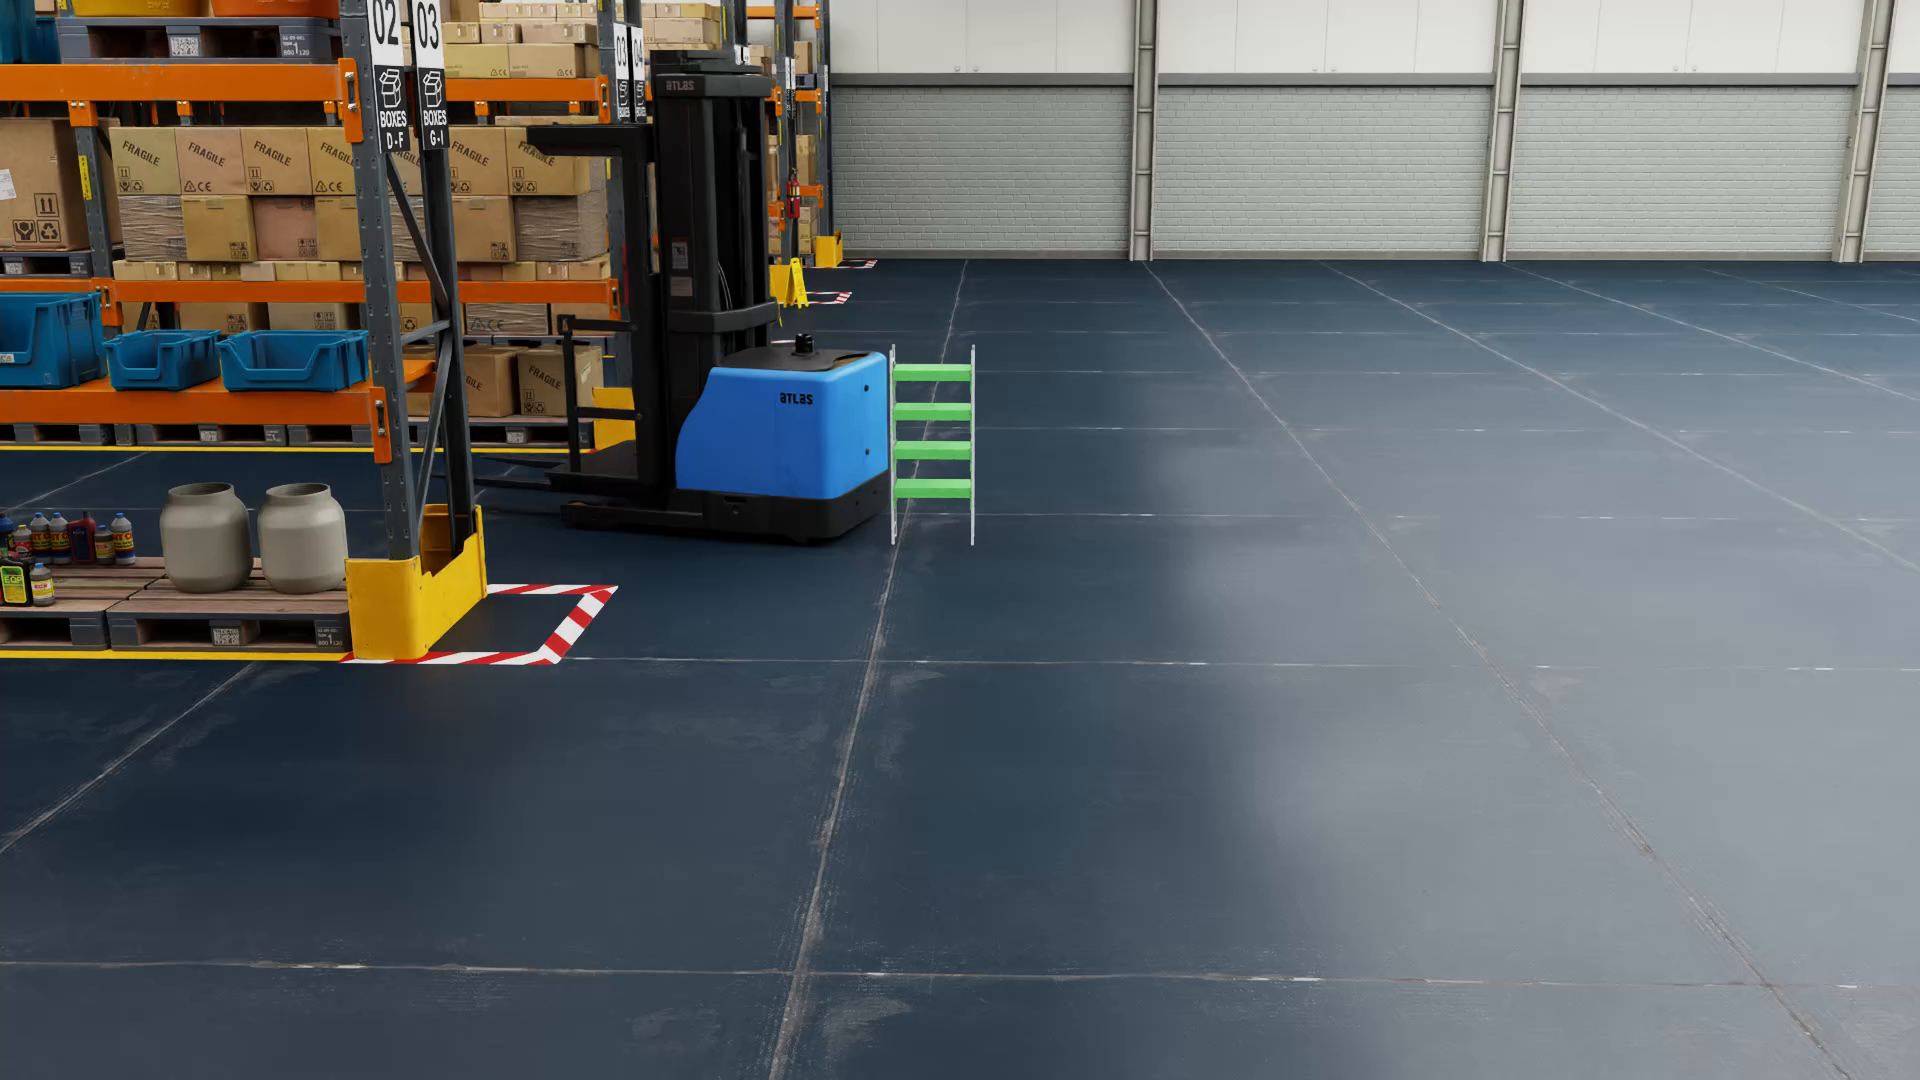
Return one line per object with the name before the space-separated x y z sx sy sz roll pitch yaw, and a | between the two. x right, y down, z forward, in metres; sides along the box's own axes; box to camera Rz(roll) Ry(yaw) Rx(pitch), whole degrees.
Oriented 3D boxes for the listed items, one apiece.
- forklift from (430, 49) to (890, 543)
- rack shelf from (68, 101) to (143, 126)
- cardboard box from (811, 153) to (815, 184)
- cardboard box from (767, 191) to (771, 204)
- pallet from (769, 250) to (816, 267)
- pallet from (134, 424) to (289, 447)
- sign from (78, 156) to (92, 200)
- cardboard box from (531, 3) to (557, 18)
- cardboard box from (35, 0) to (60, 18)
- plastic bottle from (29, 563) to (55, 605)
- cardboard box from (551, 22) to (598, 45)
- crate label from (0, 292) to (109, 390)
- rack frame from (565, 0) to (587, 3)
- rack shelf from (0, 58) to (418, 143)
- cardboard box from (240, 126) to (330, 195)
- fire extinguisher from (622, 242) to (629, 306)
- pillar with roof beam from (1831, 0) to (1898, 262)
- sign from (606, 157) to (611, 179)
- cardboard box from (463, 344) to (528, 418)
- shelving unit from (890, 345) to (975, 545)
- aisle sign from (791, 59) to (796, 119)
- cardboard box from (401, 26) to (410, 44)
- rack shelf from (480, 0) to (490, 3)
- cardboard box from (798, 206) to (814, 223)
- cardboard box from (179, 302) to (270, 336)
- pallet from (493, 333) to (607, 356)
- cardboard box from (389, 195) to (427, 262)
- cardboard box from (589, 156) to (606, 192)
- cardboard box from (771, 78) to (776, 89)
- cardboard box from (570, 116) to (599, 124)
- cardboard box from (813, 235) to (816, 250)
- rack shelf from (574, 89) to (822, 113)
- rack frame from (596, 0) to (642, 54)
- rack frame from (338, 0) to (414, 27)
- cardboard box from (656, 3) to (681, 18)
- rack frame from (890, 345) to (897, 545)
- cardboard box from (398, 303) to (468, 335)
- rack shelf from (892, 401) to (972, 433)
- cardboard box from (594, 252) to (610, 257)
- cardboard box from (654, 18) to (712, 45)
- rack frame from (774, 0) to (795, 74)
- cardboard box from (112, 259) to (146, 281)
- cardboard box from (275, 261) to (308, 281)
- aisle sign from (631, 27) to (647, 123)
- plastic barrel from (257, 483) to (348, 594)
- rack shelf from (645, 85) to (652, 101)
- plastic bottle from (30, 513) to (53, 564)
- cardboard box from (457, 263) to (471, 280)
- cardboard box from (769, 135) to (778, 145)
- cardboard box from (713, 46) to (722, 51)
forklift | -2.033 -1.600 10.658 3.031 2.935 1.130 5 16 18
rack shelf | -8.591 -3.430 12.991 4.000 0.370 1.077 0 15 1
cardboard box | -2.705 -6.204 27.778 0.500 0.500 0.500 1 15 3
cardboard box | -2.719 -4.642 22.547 0.250 0.149 0.380 1 15 3
pallet | -2.982 -4.727 27.844 1.213 0.211 1.003 0 15 1
pallet | -5.919 -0.971 13.605 1.213 0.211 1.003 0 15 1
sign | -6.602 -2.733 12.548 0.005 0.325 0.100 0 15 1
cardboard box | -4.235 -5.444 17.124 0.250 0.149 0.380 0 15 2
cardboard box | -7.059 -4.046 12.890 0.637 0.503 0.797 0 15 -1
plastic bottle | -4.566 0.215 8.268 0.097 0.201 0.097 0 15 0
cardboard box | -2.878 -3.781 12.424 0.250 0.149 0.380 0 15 1
crate label | -4.566 -0.985 8.125 0.616 0.435 0.502 0 15 1
rack frame | -6.215 -9.008 26.844 0.127 3.000 1.000 0 15 1
rack shelf | -4.718 -2.141 8.104 4.000 0.370 1.077 0 15 1
cardboard box | -5.148 -2.916 12.773 0.500 0.500 0.500 0 15 1
fire extinguisher | -2.490 -2.133 12.695 0.183 0.674 0.296 0 15 1
pillar with roof beam | 14.995 -8.001 23.028 0.400 9.000 9.100 0 15 1
sign | -2.627 -2.860 12.409 0.005 0.325 0.100 0 15 1
cardboard box | -3.815 -1.286 13.412 0.500 0.500 0.500 4 15 16
shelving unit | -0.165 -0.581 10.191 0.503 1.200 0.258 0 15 1
aisle sign | -2.270 -6.151 22.679 0.004 0.787 0.394 0 15 1
cardboard box | -4.179 -3.792 12.463 0.250 0.149 0.380 0 15 -1
rack shelf | -8.338 -7.214 22.238 4.000 0.370 1.077 0 15 1
cardboard box | -2.685 -5.362 27.390 0.500 0.250 0.500 1 15 3
cardboard box | -7.951 -2.682 18.213 0.750 0.750 1.050 0 15 1
pallet | -4.383 -2.198 18.258 1.213 0.211 1.003 0 15 1
cardboard box | -4.143 -2.478 13.073 0.500 0.500 0.875 0 15 1
cardboard box | -3.135 -3.037 13.232 0.500 0.500 0.500 0 15 1
cardboard box | -2.663 -6.229 22.684 0.250 0.149 0.380 0 15 1
cardboard box | -4.893 -5.440 22.340 0.500 0.500 0.700 0 15 0
cardboard box | -2.702 -5.008 28.009 0.500 0.250 0.500 0 15 2
rack shelf | -4.216 -7.197 27.269 4.000 0.370 1.077 0 15 1
rack frame | -2.593 -5.189 12.368 0.127 3.000 1.000 0 15 1
rack frame | -2.719 -3.926 7.581 0.127 3.000 1.000 0 15 1
cardboard box | -2.960 -5.436 17.094 0.250 0.149 0.380 0 15 2
rack frame | -0.409 -0.583 10.197 0.015 1.200 0.240 0 15 1
cardboard box | -5.737 -2.732 18.158 0.875 0.875 0.875 1 15 2
rack shelf | -0.165 -0.752 10.146 0.480 0.148 0.258 0 15 1
cardboard box | -2.871 -2.230 13.403 0.250 0.149 0.380 0 15 1
cardboard box | -2.861 -5.258 17.199 0.500 0.250 0.500 1 15 2
rack frame | -2.340 -7.716 21.947 0.127 3.000 1.000 0 15 1
cardboard box | -6.384 -2.115 12.968 0.250 0.149 0.380 0 15 1
cardboard box | -5.134 -2.113 12.961 0.250 0.149 0.380 0 15 1
aisle sign | -2.523 -3.621 13.090 0.004 0.787 0.394 0 15 1
plastic barrel | -3.379 -0.010 8.552 0.421 0.512 0.421 0 15 0
rack shelf | -4.364 -4.668 17.684 4.000 0.370 1.077 0 15 1
plastic bottle | -4.966 -0.013 8.995 0.097 0.271 0.097 0 15 0
cardboard box | -3.882 -2.124 13.003 0.250 0.149 0.380 0 15 1
cardboard box | -3.090 -6.524 27.138 0.250 0.149 0.380 1 15 3
cardboard box | -2.699 -5.217 17.827 0.250 0.149 0.380 0 15 2
